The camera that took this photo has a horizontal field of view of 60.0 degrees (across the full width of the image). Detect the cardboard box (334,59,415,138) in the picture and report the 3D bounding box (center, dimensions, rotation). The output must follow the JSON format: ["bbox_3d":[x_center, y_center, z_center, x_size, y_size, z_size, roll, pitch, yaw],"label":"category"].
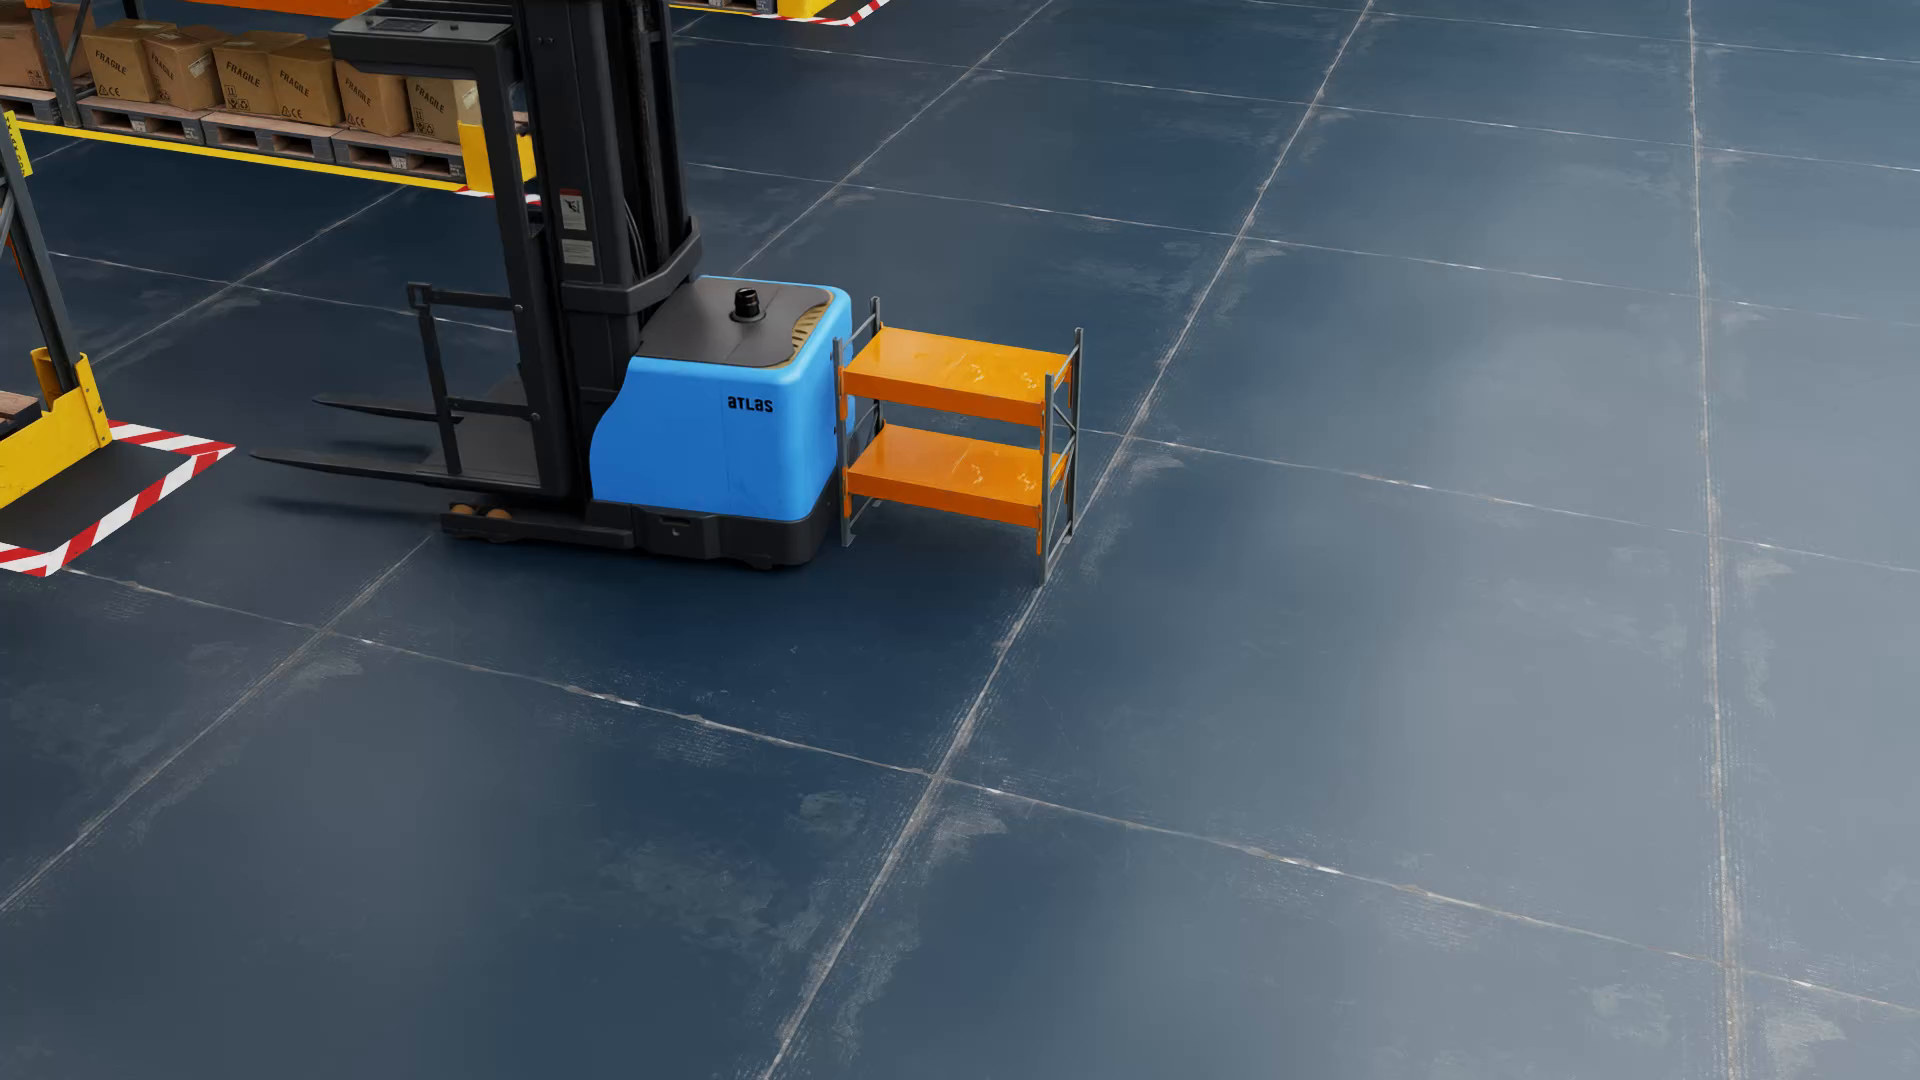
[{"bbox_3d":[-4.376,-3.437,12.725,0.500,0.500,0.500,21,38,29],"label":"cardboard box"}]

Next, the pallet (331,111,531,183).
[{"bbox_3d":[-4.044,-3.105,12.864,1.213,0.211,1.003,11,34,16],"label":"pallet"}]

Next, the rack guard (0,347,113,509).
[{"bbox_3d":[-4.978,-0.507,8.574,0.348,0.500,1.175,11,34,16],"label":"rack guard"}]

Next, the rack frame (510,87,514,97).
[{"bbox_3d":[-3.219,-4.096,11.828,0.127,3.000,1.000,11,34,16],"label":"rack frame"}]

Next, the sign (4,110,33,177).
[{"bbox_3d":[-4.701,-1.963,8.270,0.005,0.325,0.100,11,34,16],"label":"sign"}]

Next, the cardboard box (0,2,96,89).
[{"bbox_3d":[-7.556,-4.086,13.712,0.500,0.500,0.700,8,34,13],"label":"cardboard box"}]

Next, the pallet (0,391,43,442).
[{"bbox_3d":[-5.741,-0.537,8.886,1.213,0.211,1.003,11,34,16],"label":"pallet"}]

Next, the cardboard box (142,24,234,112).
[{"bbox_3d":[-6.080,-3.760,13.225,0.500,0.500,0.500,23,39,31],"label":"cardboard box"}]

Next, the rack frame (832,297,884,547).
[{"bbox_3d":[-0.485,-0.567,8.091,0.032,1.125,0.500,11,34,16],"label":"rack frame"}]

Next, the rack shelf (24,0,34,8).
[{"bbox_3d":[-8.868,-4.892,13.724,4.000,0.370,1.077,11,34,16],"label":"rack shelf"}]

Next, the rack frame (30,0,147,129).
[{"bbox_3d":[-6.985,-4.828,12.962,0.127,3.000,1.000,11,34,16],"label":"rack frame"}]

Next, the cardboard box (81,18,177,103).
[{"bbox_3d":[-6.622,-3.860,13.381,0.500,0.500,0.500,10,34,15],"label":"cardboard box"}]

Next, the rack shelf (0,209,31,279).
[{"bbox_3d":[-6.773,-1.631,8.673,4.000,0.370,1.077,11,34,16],"label":"rack shelf"}]

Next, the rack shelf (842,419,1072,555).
[{"bbox_3d":[-0.006,-0.268,8.079,1.000,0.278,0.538,11,34,16],"label":"rack shelf"}]

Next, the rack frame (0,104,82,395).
[{"bbox_3d":[-4.890,-1.567,7.911,0.127,3.000,1.000,11,34,16],"label":"rack frame"}]

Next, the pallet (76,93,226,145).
[{"bbox_3d":[-6.341,-3.551,13.556,1.213,0.211,1.003,11,34,16],"label":"pallet"}]

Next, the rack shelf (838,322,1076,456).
[{"bbox_3d":[-0.006,-0.720,7.788,1.000,0.278,0.538,11,34,16],"label":"rack shelf"}]

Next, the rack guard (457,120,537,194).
[{"bbox_3d":[-3.291,-3.060,12.528,0.348,0.500,1.175,11,34,16],"label":"rack guard"}]

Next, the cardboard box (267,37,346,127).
[{"bbox_3d":[-4.959,-3.561,12.917,0.500,0.500,0.500,14,35,21],"label":"cardboard box"}]

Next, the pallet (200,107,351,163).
[{"bbox_3d":[-5.188,-3.329,13.212,1.213,0.211,1.003,11,34,16],"label":"pallet"}]

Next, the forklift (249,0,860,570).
[{"bbox_3d":[-2.095,-1.488,7.852,3.031,2.935,1.130,7,33,10],"label":"forklift"}]

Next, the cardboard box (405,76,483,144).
[{"bbox_3d":[-3.802,-3.345,12.583,0.500,0.500,0.500,18,37,25],"label":"cardboard box"}]

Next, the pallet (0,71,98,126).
[{"bbox_3d":[-7.718,-3.798,13.938,1.213,0.211,1.003,11,34,16],"label":"pallet"}]

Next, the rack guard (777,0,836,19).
[{"bbox_3d":[-1.428,-5.555,16.394,0.348,0.500,1.175,11,34,16],"label":"rack guard"}]

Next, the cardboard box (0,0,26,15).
[{"bbox_3d":[-7.998,-4.183,13.862,0.500,0.500,0.700,11,34,16],"label":"cardboard box"}]

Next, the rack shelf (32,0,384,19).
[{"bbox_3d":[-5.102,-4.160,12.590,4.000,0.370,1.077,11,34,16],"label":"rack shelf"}]

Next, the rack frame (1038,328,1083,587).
[{"bbox_3d":[0.472,-0.381,7.803,0.032,1.125,0.500,11,34,16],"label":"rack frame"}]

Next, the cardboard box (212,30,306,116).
[{"bbox_3d":[-5.469,-3.686,13.111,0.500,0.500,0.500,8,34,12],"label":"cardboard box"}]

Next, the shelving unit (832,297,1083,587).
[{"bbox_3d":[-0.006,-0.474,7.947,1.048,1.125,0.538,11,34,16],"label":"shelving unit"}]

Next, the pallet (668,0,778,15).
[{"bbox_3d":[-2.230,-5.545,16.644,1.213,0.211,1.003,11,34,16],"label":"pallet"}]
